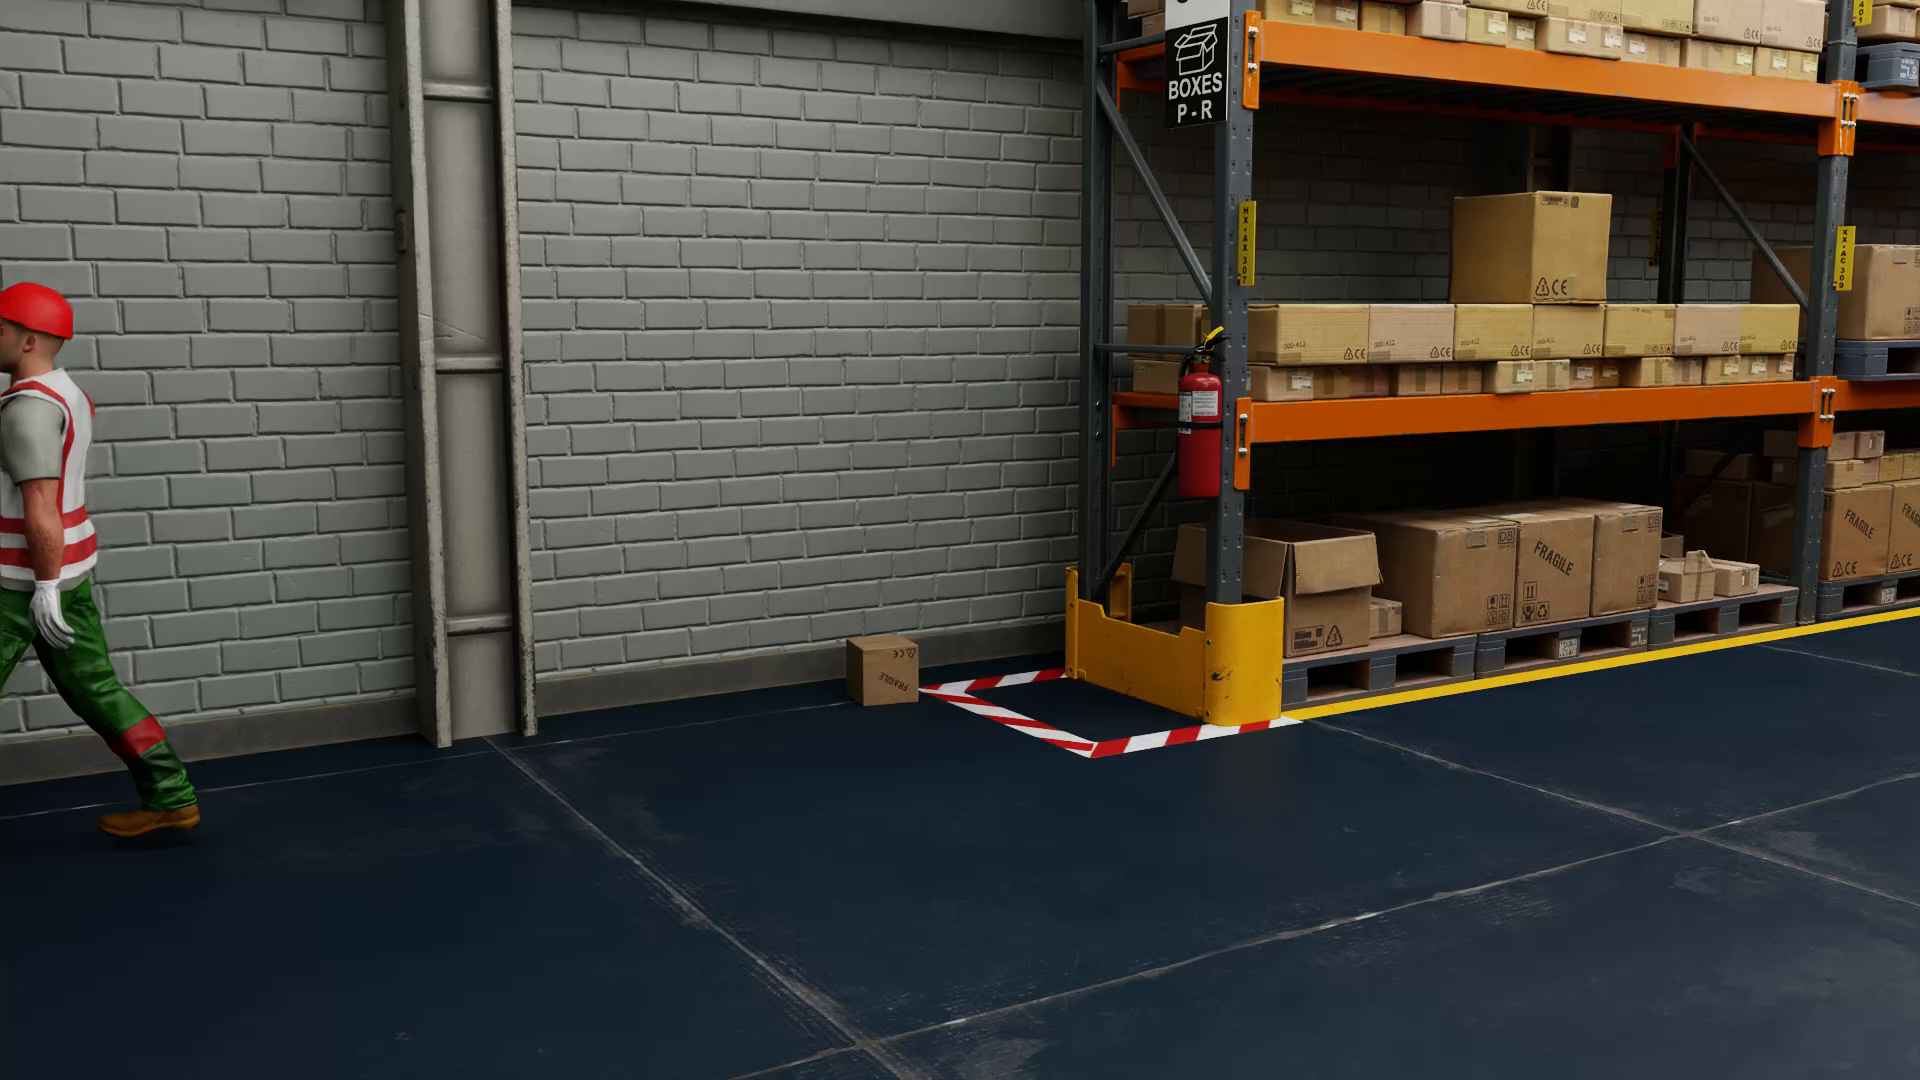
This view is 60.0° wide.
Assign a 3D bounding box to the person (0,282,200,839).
[{"bbox_3d":[-2.883,0.106,5.012,0.978,1.746,0.538,-2,8,-11],"label":"person"}]
